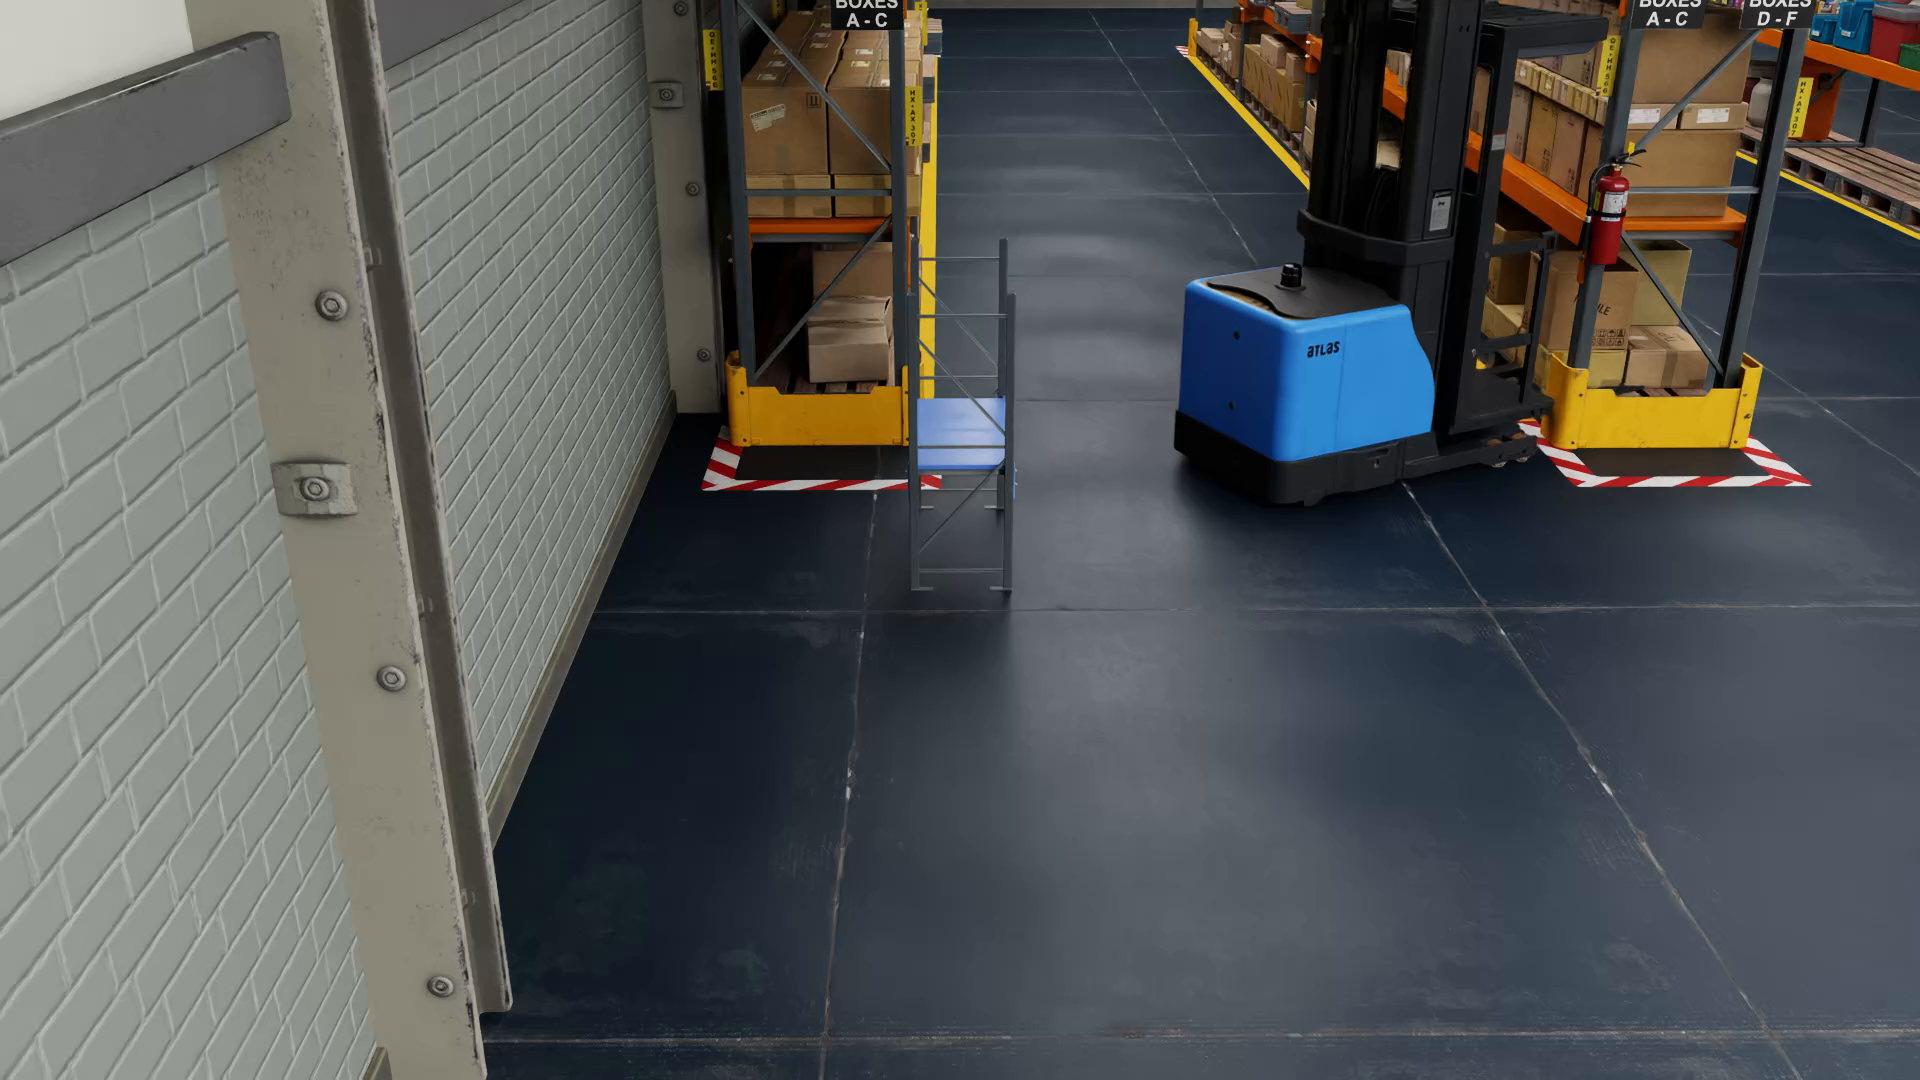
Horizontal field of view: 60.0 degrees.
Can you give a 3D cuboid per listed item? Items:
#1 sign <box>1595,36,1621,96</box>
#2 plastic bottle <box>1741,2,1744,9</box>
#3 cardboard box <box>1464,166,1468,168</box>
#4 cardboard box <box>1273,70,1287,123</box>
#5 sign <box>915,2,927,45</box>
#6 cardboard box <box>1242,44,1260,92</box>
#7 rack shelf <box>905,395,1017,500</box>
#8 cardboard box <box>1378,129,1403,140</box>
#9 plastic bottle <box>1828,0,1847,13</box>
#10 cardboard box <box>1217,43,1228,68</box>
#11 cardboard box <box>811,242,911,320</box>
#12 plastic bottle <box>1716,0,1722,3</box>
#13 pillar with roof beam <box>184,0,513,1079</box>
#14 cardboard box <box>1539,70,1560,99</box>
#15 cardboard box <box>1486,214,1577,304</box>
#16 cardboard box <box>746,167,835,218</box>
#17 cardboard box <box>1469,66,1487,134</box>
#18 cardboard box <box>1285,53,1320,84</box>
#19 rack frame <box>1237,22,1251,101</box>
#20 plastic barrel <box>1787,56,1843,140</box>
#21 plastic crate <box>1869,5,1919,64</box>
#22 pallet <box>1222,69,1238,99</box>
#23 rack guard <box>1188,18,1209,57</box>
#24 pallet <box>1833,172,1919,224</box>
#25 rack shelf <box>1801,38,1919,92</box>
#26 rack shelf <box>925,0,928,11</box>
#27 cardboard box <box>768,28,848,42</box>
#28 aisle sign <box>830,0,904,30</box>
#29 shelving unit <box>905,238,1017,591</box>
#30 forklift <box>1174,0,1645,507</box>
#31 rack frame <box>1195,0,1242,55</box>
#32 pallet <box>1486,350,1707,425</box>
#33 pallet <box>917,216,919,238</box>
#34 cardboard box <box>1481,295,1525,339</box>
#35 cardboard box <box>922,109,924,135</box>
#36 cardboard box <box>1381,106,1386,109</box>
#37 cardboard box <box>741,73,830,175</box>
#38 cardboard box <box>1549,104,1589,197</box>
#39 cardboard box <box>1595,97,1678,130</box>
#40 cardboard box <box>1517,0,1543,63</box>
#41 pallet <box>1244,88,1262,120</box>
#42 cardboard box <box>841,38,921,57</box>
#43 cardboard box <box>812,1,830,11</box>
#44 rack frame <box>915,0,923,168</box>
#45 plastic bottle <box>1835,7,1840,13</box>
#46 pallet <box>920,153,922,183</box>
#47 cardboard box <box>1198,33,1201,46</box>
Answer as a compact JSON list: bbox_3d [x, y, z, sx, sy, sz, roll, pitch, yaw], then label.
[{"bbox_3d":[3.607,-2.634,9.241,0.100,0.325,0.005,0,24,-1],"label":"sign"},{"bbox_3d":[8.591,-5.810,18.198,0.097,0.201,0.097,0,24,0],"label":"plastic bottle"},{"bbox_3d":[3.798,-2.731,13.066,0.500,0.500,0.500,0,24,-1],"label":"cardboard box"},{"bbox_3d":[3.812,-4.951,18.556,0.500,0.500,0.500,-1,24,-2],"label":"cardboard box"},{"bbox_3d":[-0.305,-4.020,12.947,0.100,0.325,0.005,0,24,-1],"label":"sign"},{"bbox_3d":[3.780,-5.801,20.436,0.500,0.500,0.500,-1,24,-3],"label":"cardboard box"},{"bbox_3d":[0.001,-0.484,8.437,0.538,0.185,1.000,0,24,-1],"label":"rack shelf"},{"bbox_3d":[3.798,-3.630,15.283,0.500,0.311,0.500,-1,24,-1],"label":"cardboard box"},{"bbox_3d":[9.329,-5.626,17.701,0.152,0.276,0.135,0,24,-1],"label":"plastic bottle"},{"bbox_3d":[3.720,-6.458,22.117,0.500,0.311,0.500,0,24,-1],"label":"cardboard box"},{"bbox_3d":[-0.686,-1.856,11.713,0.700,0.500,0.500,-2,24,-4],"label":"cardboard box"},{"bbox_3d":[8.608,-6.123,18.707,0.144,0.351,0.185,0,24,-1],"label":"plastic bottle"},{"bbox_3d":[2.694,-2.536,3.438,9.100,9.000,0.400,0,24,-1],"label":"pillar with roof beam"},{"bbox_3d":[3.944,-2.918,10.653,0.380,0.149,0.250,0,24,1],"label":"cardboard box"},{"bbox_3d":[3.820,-1.907,11.244,0.500,0.500,0.500,0,24,-1],"label":"cardboard box"},{"bbox_3d":[-1.003,-2.104,9.920,0.500,0.250,0.500,0,24,0],"label":"cardboard box"},{"bbox_3d":[4.129,-3.289,12.260,0.700,0.500,0.500,-1,24,-1],"label":"cardboard box"},{"bbox_3d":[3.812,-5.102,17.981,0.500,0.250,0.500,1,24,1],"label":"cardboard box"},{"bbox_3d":[4.018,-6.940,20.454,1.000,3.000,0.127,0,24,-1],"label":"rack frame"},{"bbox_3d":[8.993,-4.716,17.662,0.600,0.830,0.708,0,24,-1],"label":"plastic barrel"},{"bbox_3d":[8.727,-4.674,15.367,0.402,0.464,0.583,0,24,-1],"label":"plastic crate"},{"bbox_3d":[4.012,-5.952,21.655,1.003,0.211,1.213,0,24,-1],"label":"pallet"},{"bbox_3d":[3.976,-7.418,24.545,1.175,0.500,0.348,0,24,-1],"label":"rack guard"},{"bbox_3d":[8.995,-3.221,15.616,1.003,0.211,1.213,0,24,-1],"label":"pallet"},{"bbox_3d":[9.037,-4.160,15.182,1.077,0.370,4.000,0,24,-1],"label":"rack shelf"},{"bbox_3d":[-0.913,-5.764,18.728,1.077,0.370,4.000,0,24,-1],"label":"rack shelf"},{"bbox_3d":[-1.050,-3.289,11.630,0.500,0.500,0.500,0,24,1],"label":"cardboard box"},{"bbox_3d":[-0.503,-3.128,8.870,0.394,0.787,0.004,0,24,-1],"label":"aisle sign"},{"bbox_3d":[0.001,-0.648,8.363,0.538,1.500,1.048,0,24,-1],"label":"shelving unit"},{"bbox_3d":[2.803,-1.933,9.467,3.031,2.935,1.130,-12,27,-25],"label":"forklift"},{"bbox_3d":[3.975,-8.588,24.099,1.000,3.000,0.127,0,24,-1],"label":"rack frame"},{"bbox_3d":[4.099,-1.040,10.792,1.003,0.211,1.213,0,24,-1],"label":"pallet"},{"bbox_3d":[-0.858,-2.670,14.397,1.003,0.211,1.213,0,24,-1],"label":"pallet"},{"bbox_3d":[3.823,-1.565,11.398,0.500,0.250,0.500,0,24,-1],"label":"cardboard box"},{"bbox_3d":[-0.768,-4.783,17.785,0.750,0.750,0.750,-1,24,-1],"label":"cardboard box"},{"bbox_3d":[4.314,-4.271,16.700,0.500,0.311,0.500,0,24,1],"label":"cardboard box"},{"bbox_3d":[-1.022,-2.447,9.768,0.500,0.500,0.500,-1,24,-1],"label":"cardboard box"},{"bbox_3d":[4.147,-2.450,10.405,0.700,0.500,0.500,0,24,1],"label":"cardboard box"},{"bbox_3d":[3.955,-2.493,9.713,0.380,0.149,0.250,-1,24,-1],"label":"cardboard box"},{"bbox_3d":[4.133,-3.477,11.102,0.700,0.500,0.500,0,24,-1],"label":"cardboard box"},{"bbox_3d":[4.065,-5.334,20.288,1.003,0.211,1.213,0,24,-1],"label":"pallet"},{"bbox_3d":[-0.521,-3.081,11.170,0.500,0.500,0.500,0,24,1],"label":"cardboard box"},{"bbox_3d":[-0.819,-4.075,13.466,0.700,0.500,0.500,0,24,0],"label":"cardboard box"},{"bbox_3d":[-0.891,-5.268,16.757,1.000,3.000,0.127,0,24,-1],"label":"rack frame"},{"bbox_3d":[9.182,-5.435,17.277,0.152,0.276,0.135,0,24,-1],"label":"plastic bottle"},{"bbox_3d":[-0.884,-3.675,16.620,1.003,0.211,1.213,0,24,-1],"label":"pallet"},{"bbox_3d":[3.638,-7.221,23.979,0.380,0.166,0.250,0,24,-1],"label":"cardboard box"}]
